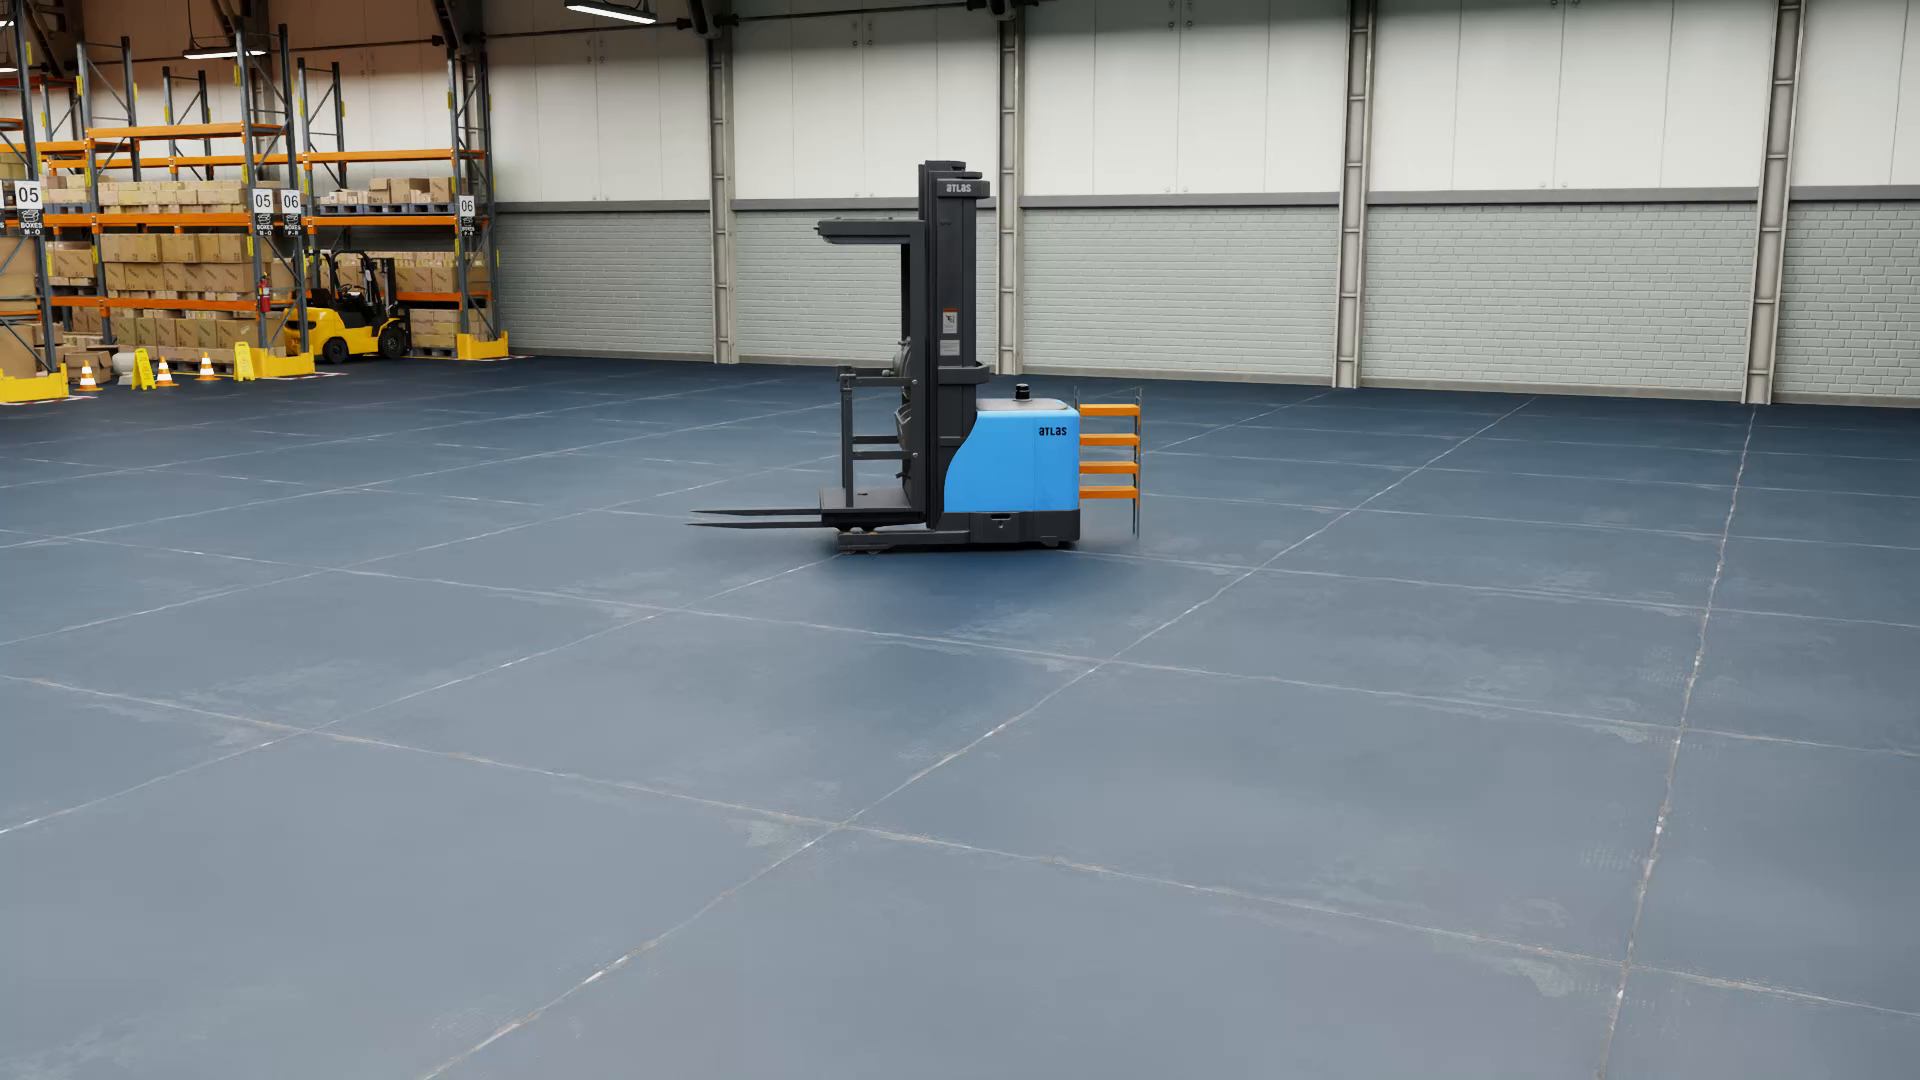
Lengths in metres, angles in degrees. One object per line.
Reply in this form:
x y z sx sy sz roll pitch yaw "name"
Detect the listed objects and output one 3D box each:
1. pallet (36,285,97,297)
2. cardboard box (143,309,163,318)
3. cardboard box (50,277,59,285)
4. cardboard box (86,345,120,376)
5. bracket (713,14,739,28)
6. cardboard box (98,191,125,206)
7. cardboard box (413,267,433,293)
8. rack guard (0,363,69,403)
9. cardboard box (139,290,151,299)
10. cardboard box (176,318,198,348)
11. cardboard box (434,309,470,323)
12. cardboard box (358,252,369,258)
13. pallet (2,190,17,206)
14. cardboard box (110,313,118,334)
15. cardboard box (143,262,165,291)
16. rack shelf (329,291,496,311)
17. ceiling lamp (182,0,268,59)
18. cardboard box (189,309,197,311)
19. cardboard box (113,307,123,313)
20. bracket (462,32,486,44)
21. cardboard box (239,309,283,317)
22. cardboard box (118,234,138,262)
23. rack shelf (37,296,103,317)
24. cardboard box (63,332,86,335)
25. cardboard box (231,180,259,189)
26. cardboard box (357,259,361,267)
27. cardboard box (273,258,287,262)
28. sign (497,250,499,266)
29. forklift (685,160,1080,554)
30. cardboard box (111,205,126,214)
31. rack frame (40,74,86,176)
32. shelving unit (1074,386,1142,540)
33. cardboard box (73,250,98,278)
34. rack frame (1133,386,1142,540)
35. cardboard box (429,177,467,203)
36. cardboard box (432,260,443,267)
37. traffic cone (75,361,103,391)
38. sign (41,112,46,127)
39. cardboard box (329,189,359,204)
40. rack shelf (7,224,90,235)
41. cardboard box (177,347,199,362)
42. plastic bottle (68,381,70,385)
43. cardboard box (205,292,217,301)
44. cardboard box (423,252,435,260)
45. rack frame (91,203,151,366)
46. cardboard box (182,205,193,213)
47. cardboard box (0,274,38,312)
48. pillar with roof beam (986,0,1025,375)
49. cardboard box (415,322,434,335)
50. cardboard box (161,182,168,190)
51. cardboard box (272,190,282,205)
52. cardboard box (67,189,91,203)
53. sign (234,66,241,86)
-17.236 -4.766 31.680 1.213 0.211 1.003 5 11 26 "pallet"
-14.485 -4.087 30.005 0.250 0.149 0.380 6 12 28 "cardboard box"
-16.731 -4.832 31.031 0.250 0.149 0.380 5 11 26 "cardboard box"
-15.083 -3.164 29.302 0.500 0.500 0.500 -4 11 -23 "cardboard box"
-4.292 -9.532 30.524 0.430 0.232 0.235 5 11 26 "bracket"
-15.168 -6.165 30.033 0.500 0.250 0.500 5 11 25 "cardboard box"
-10.680 -5.261 33.595 0.500 0.500 0.500 5 12 28 "cardboard box"
-13.933 -2.349 24.805 0.348 0.500 1.175 5 11 26 "rack guard"
-14.594 -4.442 30.058 0.250 0.149 0.380 5 12 28 "cardboard box"
-13.608 -3.705 29.715 0.500 0.500 0.500 5 11 24 "cardboard box"
-10.213 -4.505 33.431 0.500 0.250 0.500 5 12 28 "cardboard box"
-12.157 -5.852 34.206 0.250 0.149 0.380 5 11 25 "cardboard box"
-14.624 -5.070 24.648 1.213 0.211 1.003 5 11 26 "pallet"
-19.161 -4.940 37.943 0.500 0.500 0.500 5 11 24 "cardboard box"
-14.266 -4.733 29.846 0.500 0.500 0.500 5 11 25 "cardboard box"
-11.455 -4.976 34.322 4.000 0.370 1.077 5 11 26 "rack shelf"
-14.097 -10.950 32.075 2.000 3.185 0.800 5 11 26 "ceiling lamp"
-17.166 -5.190 37.500 0.250 0.149 0.380 6 12 29 "cardboard box"
-19.020 -5.250 37.835 0.250 0.149 0.380 5 12 28 "cardboard box"
-9.672 -10.005 33.137 0.430 0.232 0.235 5 11 26 "bracket"
-15.089 -4.686 36.190 0.625 0.625 0.875 5 11 23 "cardboard box"
-14.695 -5.269 29.998 0.500 0.500 0.700 5 11 26 "cardboard box"
-17.235 -4.498 31.682 4.000 0.370 1.077 5 11 26 "rack shelf"
-17.184 -3.760 31.781 0.625 0.372 0.950 5 12 28 "cardboard box"
-12.289 -6.104 28.576 0.250 0.149 0.380 5 11 26 "cardboard box"
-12.177 -5.700 34.202 0.250 0.149 0.380 5 11 25 "cardboard box"
-14.384 -5.892 35.262 0.250 0.149 0.380 5 11 24 "cardboard box"
-9.411 -5.726 33.790 0.005 0.325 0.100 5 11 26 "sign"
-0.621 -1.431 12.909 3.031 2.935 1.130 -1 10 -6 "forklift"
-15.062 -5.953 29.984 0.250 0.149 0.380 5 11 26 "cardboard box"
-20.423 -9.070 38.077 0.127 3.000 1.000 5 11 26 "rack frame"
1.170 -0.612 13.245 0.503 1.200 0.258 -1 10 -3 "shelving unit"
-15.958 -5.097 30.673 0.500 0.500 0.500 5 11 25 "cardboard box"
1.414 -0.615 13.258 0.015 1.200 0.240 -1 10 -3 "rack frame"
-10.167 -6.949 33.042 0.500 0.500 0.500 5 12 28 "cardboard box"
-10.339 -5.539 33.309 0.250 0.149 0.380 5 12 27 "cardboard box"
-13.802 -2.601 26.303 0.334 0.463 0.336 5 11 26 "traffic cone"
-20.680 -9.483 37.516 0.005 0.325 0.100 5 11 26 "sign"
-12.611 -7.071 34.246 0.500 0.311 0.500 5 12 27 "cardboard box"
-22.217 -7.398 39.279 4.000 0.370 1.077 5 11 26 "rack shelf"
-13.631 -3.336 29.783 0.500 0.250 0.500 5 11 24 "cardboard box"
-14.775 -2.577 27.296 0.283 0.061 0.133 1 10 6 "plastic bottle"
-13.026 -4.292 29.230 0.250 0.149 0.380 5 12 27 "cardboard box"
-10.558 -5.713 33.434 0.250 0.149 0.380 5 12 27 "cardboard box"
-15.442 -4.695 30.747 0.127 3.000 1.000 5 11 26 "rack frame"
-13.434 -5.821 29.251 0.250 0.149 0.380 5 11 24 "cardboard box"
-14.307 -3.677 24.701 0.550 0.550 0.875 5 11 26 "cardboard box"
-1.031 -6.690 24.928 0.548 9.000 9.100 5 11 26 "pillar with roof beam"
-10.682 -4.302 33.714 0.500 0.250 0.500 5 11 25 "cardboard box"
-13.873 -6.253 29.402 0.250 0.149 0.380 5 12 27 "cardboard box"
-12.188 -6.010 29.179 0.500 0.250 0.500 5 11 25 "cardboard box"
-16.030 -6.326 30.582 0.500 0.250 0.500 5 11 25 "cardboard box"
-12.119 -7.782 27.893 0.005 0.325 0.100 5 11 26 "sign"
